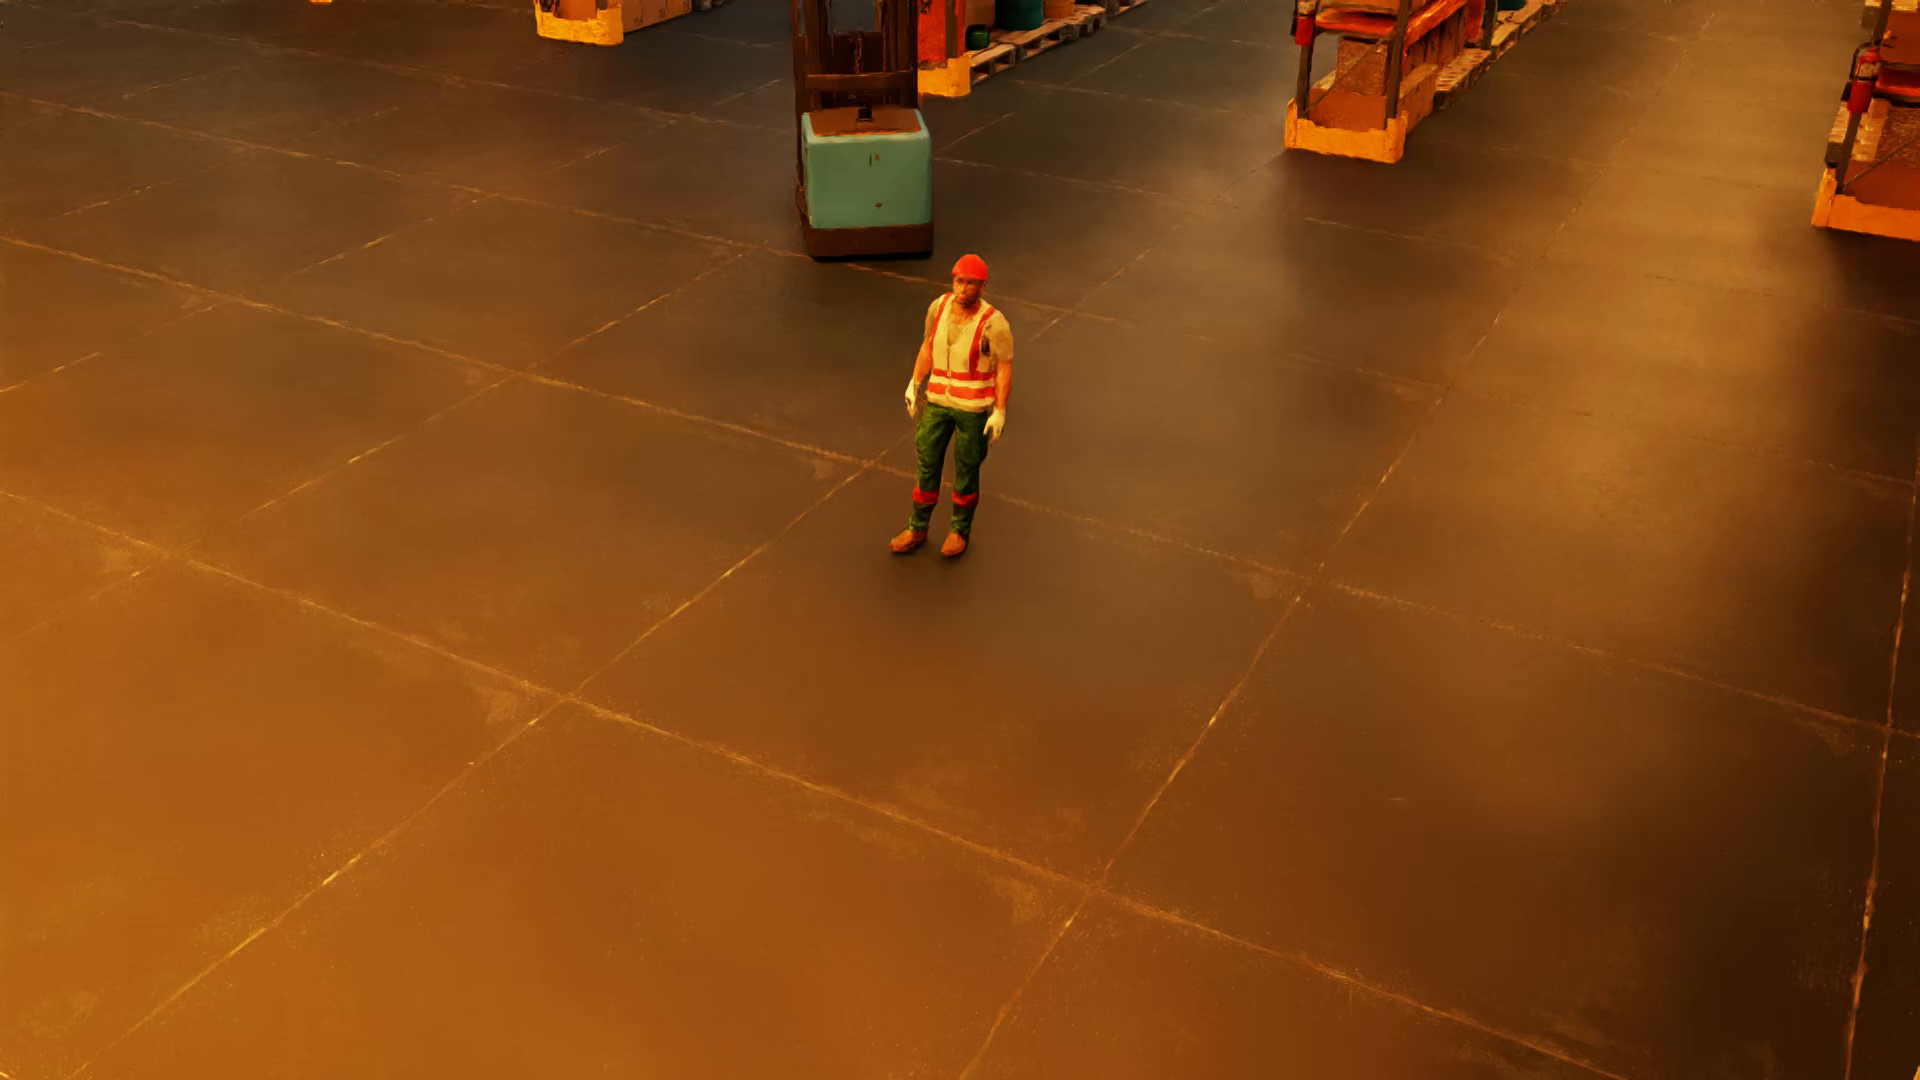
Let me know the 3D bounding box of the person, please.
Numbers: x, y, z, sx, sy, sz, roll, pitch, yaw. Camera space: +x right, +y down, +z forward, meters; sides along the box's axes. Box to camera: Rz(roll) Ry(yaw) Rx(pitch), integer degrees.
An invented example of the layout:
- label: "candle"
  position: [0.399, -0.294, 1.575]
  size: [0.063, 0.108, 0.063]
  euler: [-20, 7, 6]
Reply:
- label: "person"
  position: [-0.048, -0.748, 9.496]
  size: [0.637, 1.787, 0.563]
  euler: [15, 33, 25]

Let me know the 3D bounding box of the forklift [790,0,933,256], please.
- label: "forklift"
  position: [-0.945, -4.373, 14.648]
  size: [1.130, 2.935, 3.031]
  euler: [-4, 30, -7]
